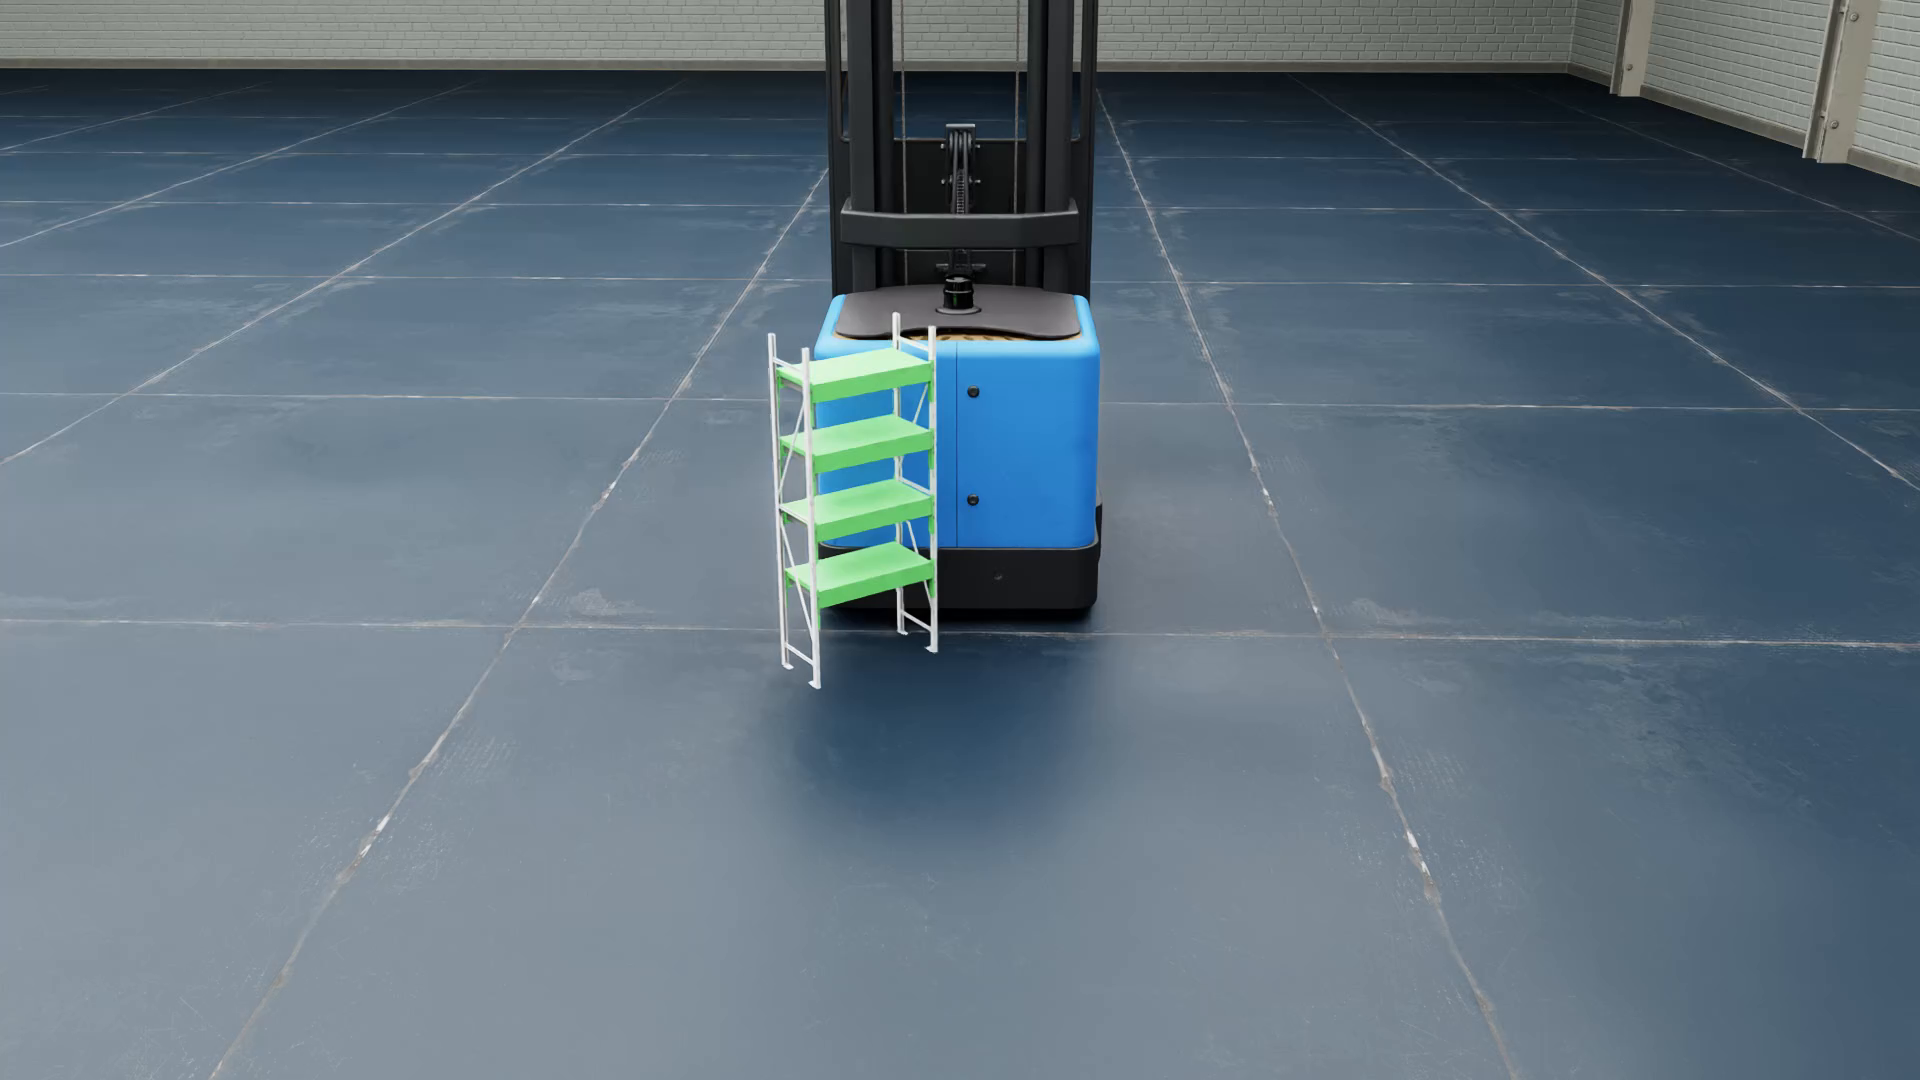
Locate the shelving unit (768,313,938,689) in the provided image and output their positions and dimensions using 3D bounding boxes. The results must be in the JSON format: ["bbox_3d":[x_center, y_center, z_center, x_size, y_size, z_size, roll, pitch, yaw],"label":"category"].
[{"bbox_3d":[-0.355,-0.135,5.713,0.503,1.200,0.258,-15,26,-33],"label":"shelving unit"}]

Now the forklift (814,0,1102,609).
[{"bbox_3d":[0.008,-1.592,7.079,1.130,2.935,3.031,0,21,1],"label":"forklift"}]

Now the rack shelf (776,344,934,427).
[{"bbox_3d":[-0.355,-0.522,5.561,0.480,0.148,0.258,-15,26,-33],"label":"rack shelf"}]

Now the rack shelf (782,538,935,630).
[{"bbox_3d":[-0.355,0.148,5.825,0.480,0.148,0.258,-15,26,-33],"label":"rack shelf"}]

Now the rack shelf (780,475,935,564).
[{"bbox_3d":[-0.355,-0.075,5.737,0.480,0.148,0.258,-15,26,-33],"label":"rack shelf"}]

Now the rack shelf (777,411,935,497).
[{"bbox_3d":[-0.355,-0.298,5.649,0.480,0.148,0.258,-15,26,-33],"label":"rack shelf"}]

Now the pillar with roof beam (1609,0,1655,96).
[{"bbox_3d":[4.776,-10.316,21.177,9.100,9.000,0.400,1,21,2],"label":"pillar with roof beam"}]

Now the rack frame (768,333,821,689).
[{"bbox_3d":[-0.554,-0.083,5.582,0.015,1.200,0.240,-15,26,-33],"label":"rack frame"}]

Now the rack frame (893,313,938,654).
[{"bbox_3d":[-0.156,-0.186,5.845,0.015,1.200,0.240,-15,26,-33],"label":"rack frame"}]

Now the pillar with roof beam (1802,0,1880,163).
[{"bbox_3d":[4.593,-8.147,15.586,9.100,9.000,0.400,1,21,2],"label":"pillar with roof beam"}]
